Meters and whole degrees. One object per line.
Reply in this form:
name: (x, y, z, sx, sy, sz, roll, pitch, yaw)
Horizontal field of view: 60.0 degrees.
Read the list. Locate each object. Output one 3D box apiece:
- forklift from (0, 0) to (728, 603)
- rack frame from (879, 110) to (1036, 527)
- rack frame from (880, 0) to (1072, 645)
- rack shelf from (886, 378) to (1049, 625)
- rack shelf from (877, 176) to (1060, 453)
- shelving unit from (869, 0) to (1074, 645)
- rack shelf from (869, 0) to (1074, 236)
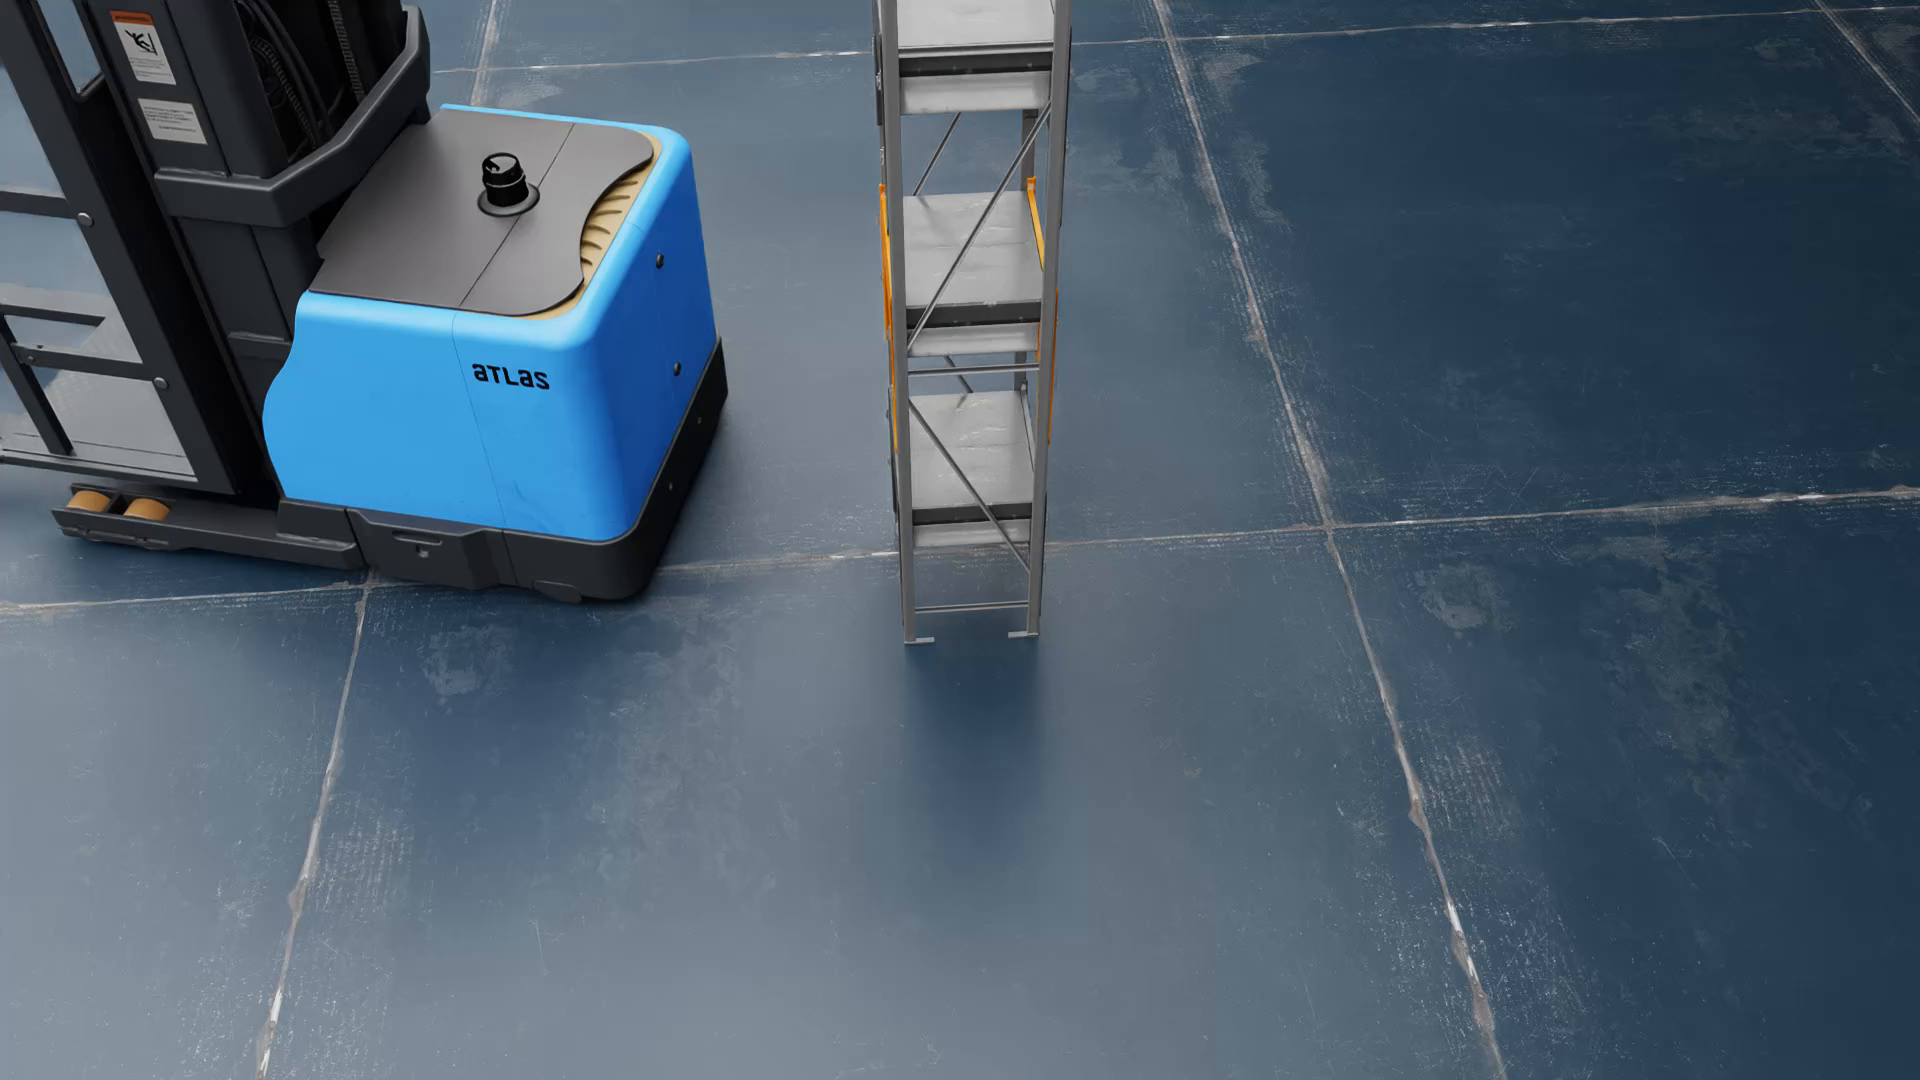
forklift: (-2.352, -1.345, 4.505, 3.031, 2.935, 1.130, 8, 47, 7)
rack frame: (-0.007, -0.779, 4.541, 0.400, 2.100, 0.015, -3, 47, -3)
rack frame: (0.034, -0.426, 4.207, 0.400, 2.100, 0.015, -3, 47, -3)
rack shelf: (0.014, -0.112, 4.892, 0.431, 0.518, 0.480, -3, 47, -3)
rack shelf: (0.014, -0.593, 4.384, 0.431, 0.518, 0.480, -3, 47, -3)
shelving unit: (0.014, -0.602, 4.374, 0.431, 2.100, 0.503, -3, 47, -3)
rack shelf: (0.014, -1.074, 3.876, 0.431, 0.518, 0.480, -3, 47, -3)
